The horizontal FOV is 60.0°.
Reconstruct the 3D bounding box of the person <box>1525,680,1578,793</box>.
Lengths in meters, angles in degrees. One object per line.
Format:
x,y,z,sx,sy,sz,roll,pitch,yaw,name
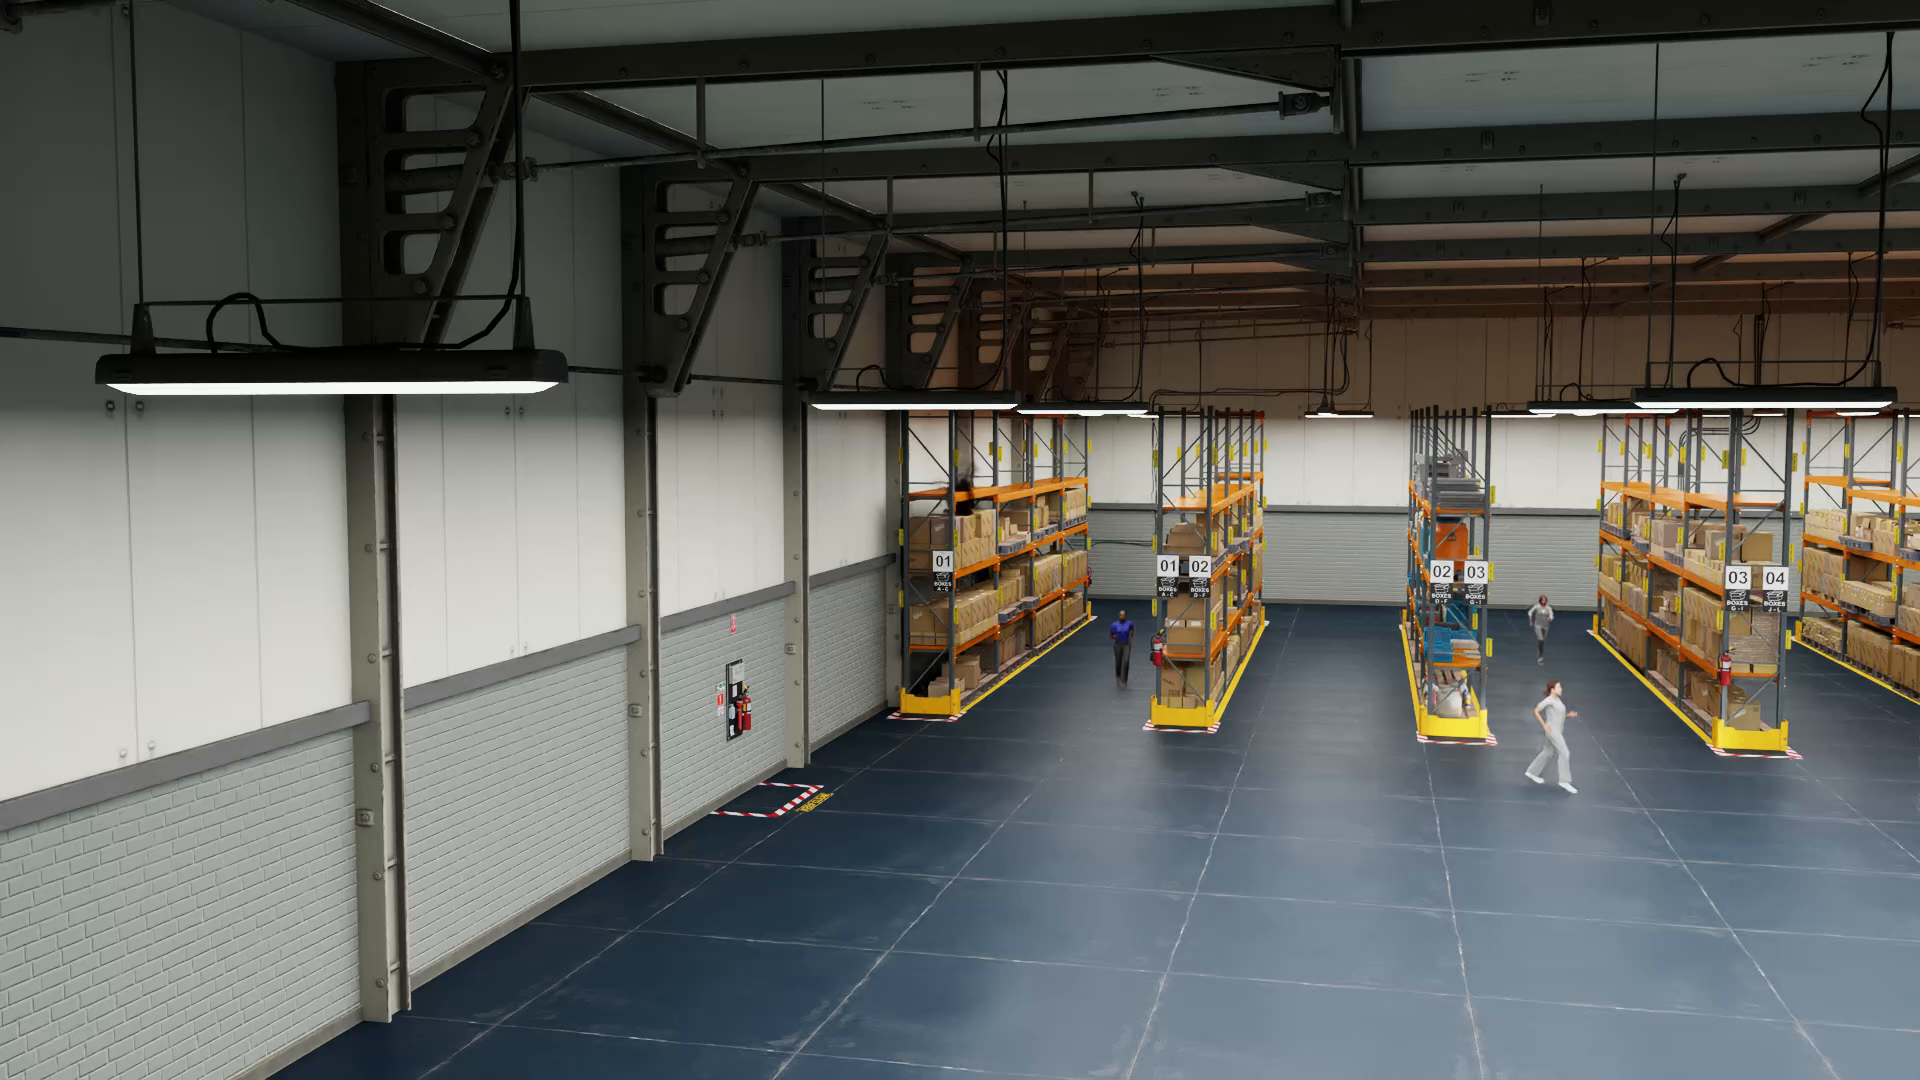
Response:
9.195,3.022,25.817,0.830,1.715,0.541,3,5,33,person

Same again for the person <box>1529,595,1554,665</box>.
13.706,2.107,39.263,0.447,1.637,0.783,0,4,1,person

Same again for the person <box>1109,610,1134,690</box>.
3.479,2.384,35.785,0.531,1.577,0.866,0,4,5,person

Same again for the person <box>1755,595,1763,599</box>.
20.195,1.880,41.909,0.690,1.714,0.926,1,4,18,person
